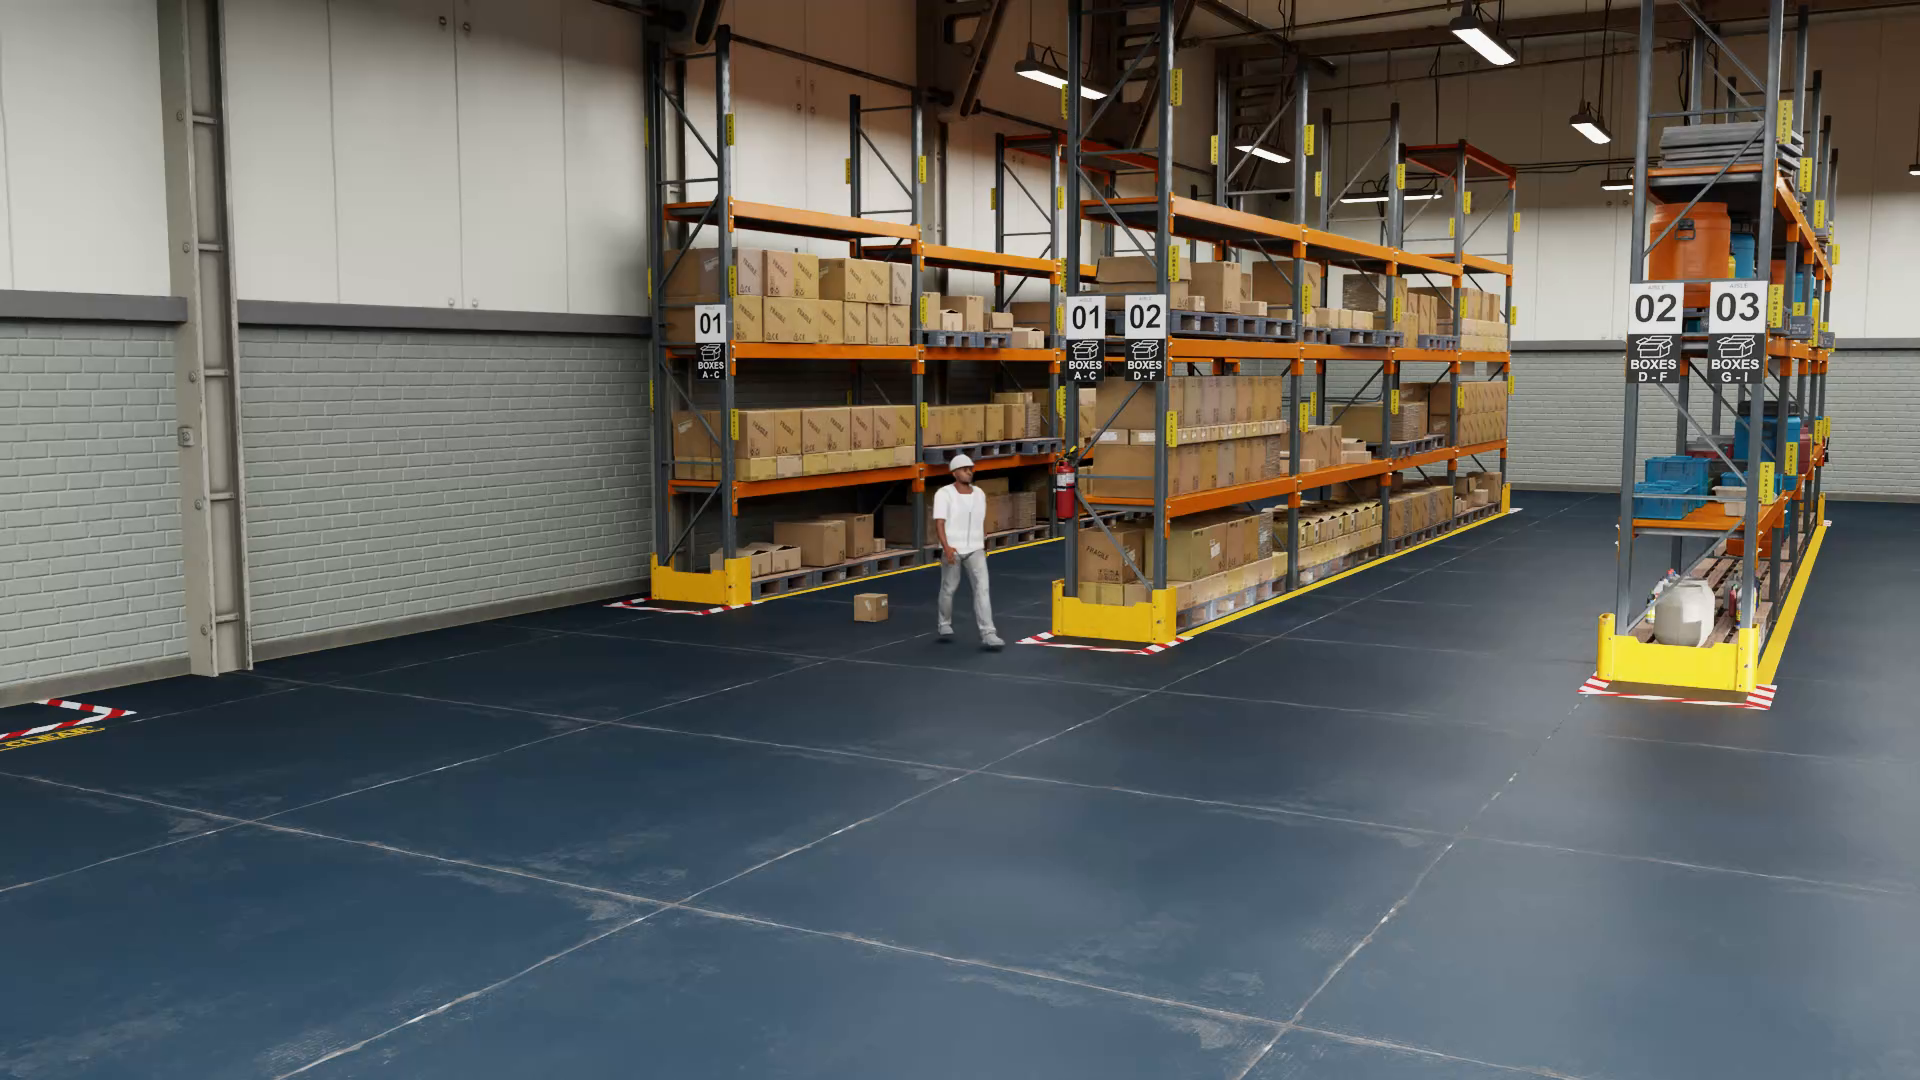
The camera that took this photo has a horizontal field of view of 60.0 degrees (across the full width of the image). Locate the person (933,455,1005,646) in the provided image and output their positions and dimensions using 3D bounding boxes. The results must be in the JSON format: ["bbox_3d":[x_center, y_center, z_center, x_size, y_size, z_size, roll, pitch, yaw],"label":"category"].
[{"bbox_3d":[0.045,0.080,15.144,0.564,1.708,1.030,-3,6,-23],"label":"person"}]
